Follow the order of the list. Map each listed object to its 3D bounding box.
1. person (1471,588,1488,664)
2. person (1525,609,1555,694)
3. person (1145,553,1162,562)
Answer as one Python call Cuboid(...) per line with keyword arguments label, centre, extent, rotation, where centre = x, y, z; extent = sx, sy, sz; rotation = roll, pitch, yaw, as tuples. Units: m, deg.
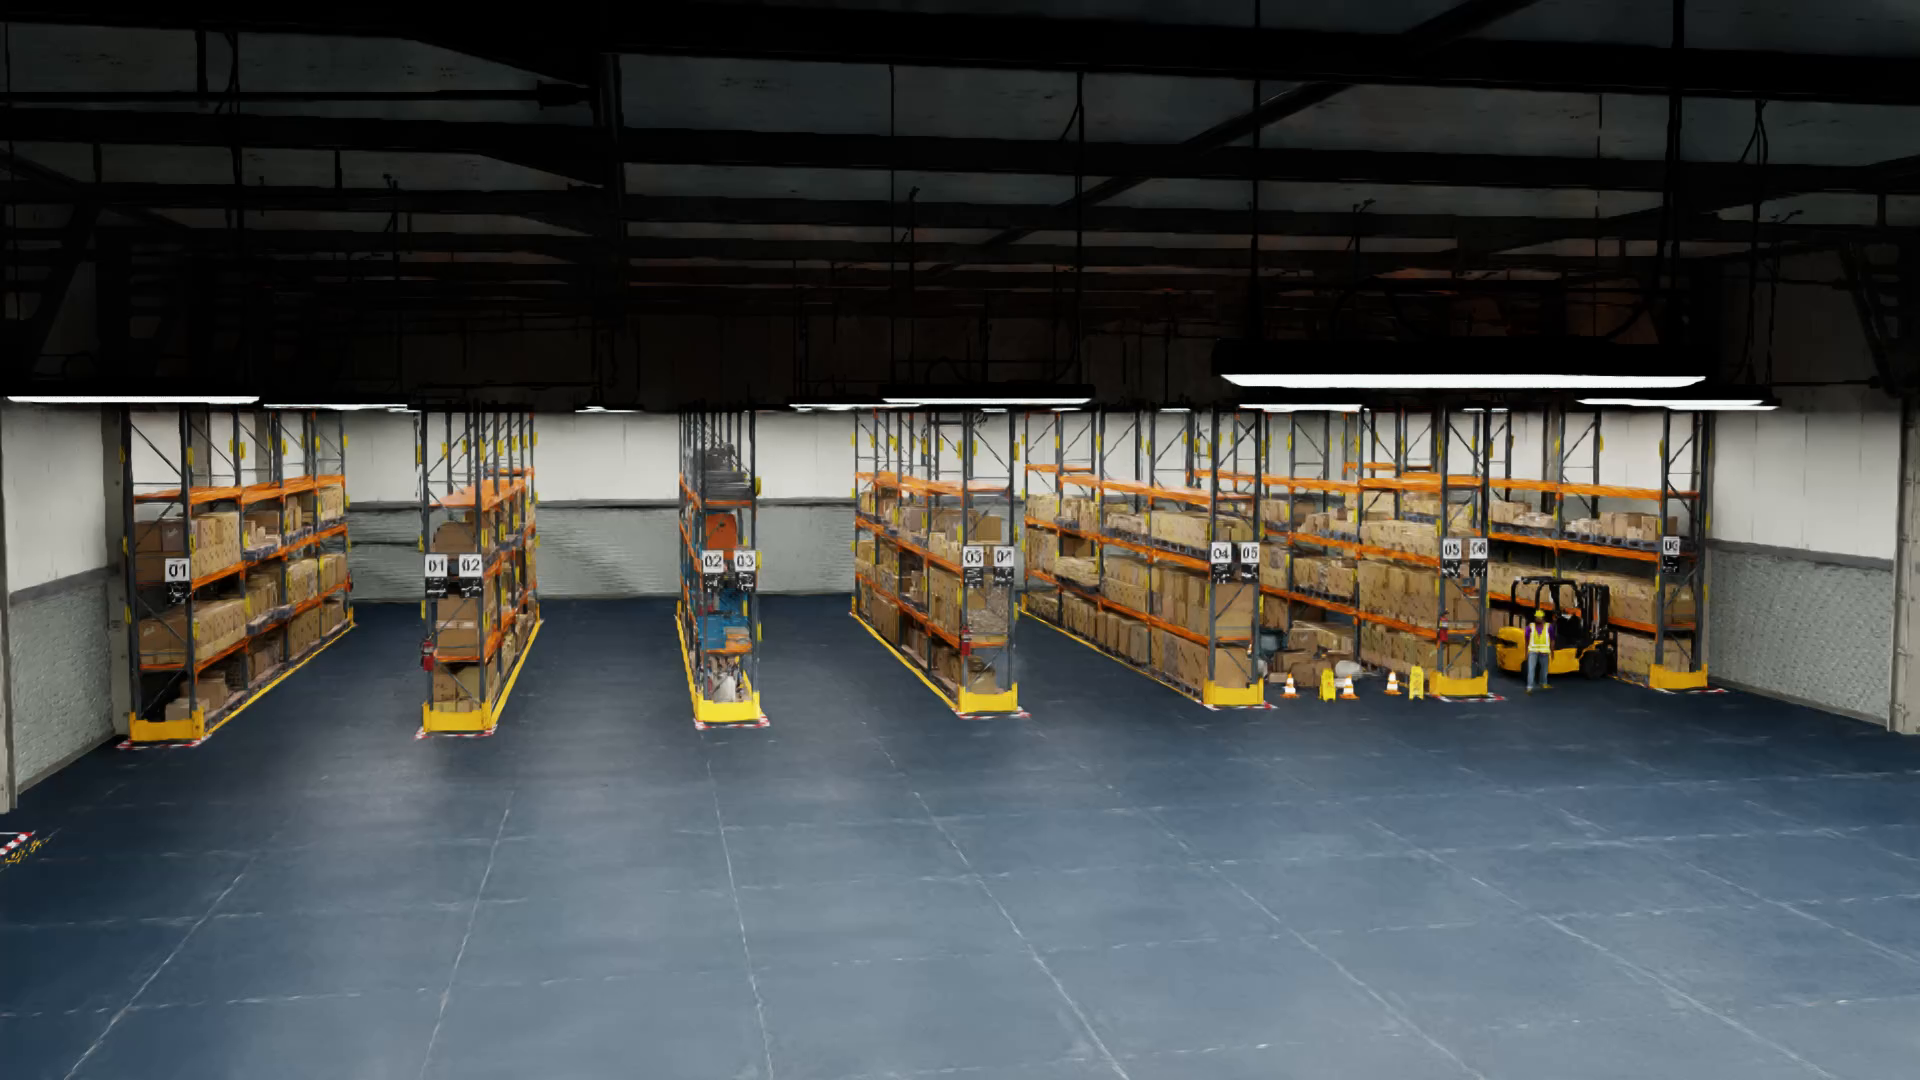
Cuboid(label="person", centre=(11.846, 1.965, 38.210), extent=(0.584, 1.723, 0.653), rotation=(1, 5, 19))
Cuboid(label="person", centre=(11.897, 2.284, 34.119), extent=(0.589, 1.739, 0.947), rotation=(1, 4, 15))
Cuboid(label="person", centre=(6.235, 0.834, 53.340), extent=(0.587, 1.743, 0.587), rotation=(2, 5, 25))
